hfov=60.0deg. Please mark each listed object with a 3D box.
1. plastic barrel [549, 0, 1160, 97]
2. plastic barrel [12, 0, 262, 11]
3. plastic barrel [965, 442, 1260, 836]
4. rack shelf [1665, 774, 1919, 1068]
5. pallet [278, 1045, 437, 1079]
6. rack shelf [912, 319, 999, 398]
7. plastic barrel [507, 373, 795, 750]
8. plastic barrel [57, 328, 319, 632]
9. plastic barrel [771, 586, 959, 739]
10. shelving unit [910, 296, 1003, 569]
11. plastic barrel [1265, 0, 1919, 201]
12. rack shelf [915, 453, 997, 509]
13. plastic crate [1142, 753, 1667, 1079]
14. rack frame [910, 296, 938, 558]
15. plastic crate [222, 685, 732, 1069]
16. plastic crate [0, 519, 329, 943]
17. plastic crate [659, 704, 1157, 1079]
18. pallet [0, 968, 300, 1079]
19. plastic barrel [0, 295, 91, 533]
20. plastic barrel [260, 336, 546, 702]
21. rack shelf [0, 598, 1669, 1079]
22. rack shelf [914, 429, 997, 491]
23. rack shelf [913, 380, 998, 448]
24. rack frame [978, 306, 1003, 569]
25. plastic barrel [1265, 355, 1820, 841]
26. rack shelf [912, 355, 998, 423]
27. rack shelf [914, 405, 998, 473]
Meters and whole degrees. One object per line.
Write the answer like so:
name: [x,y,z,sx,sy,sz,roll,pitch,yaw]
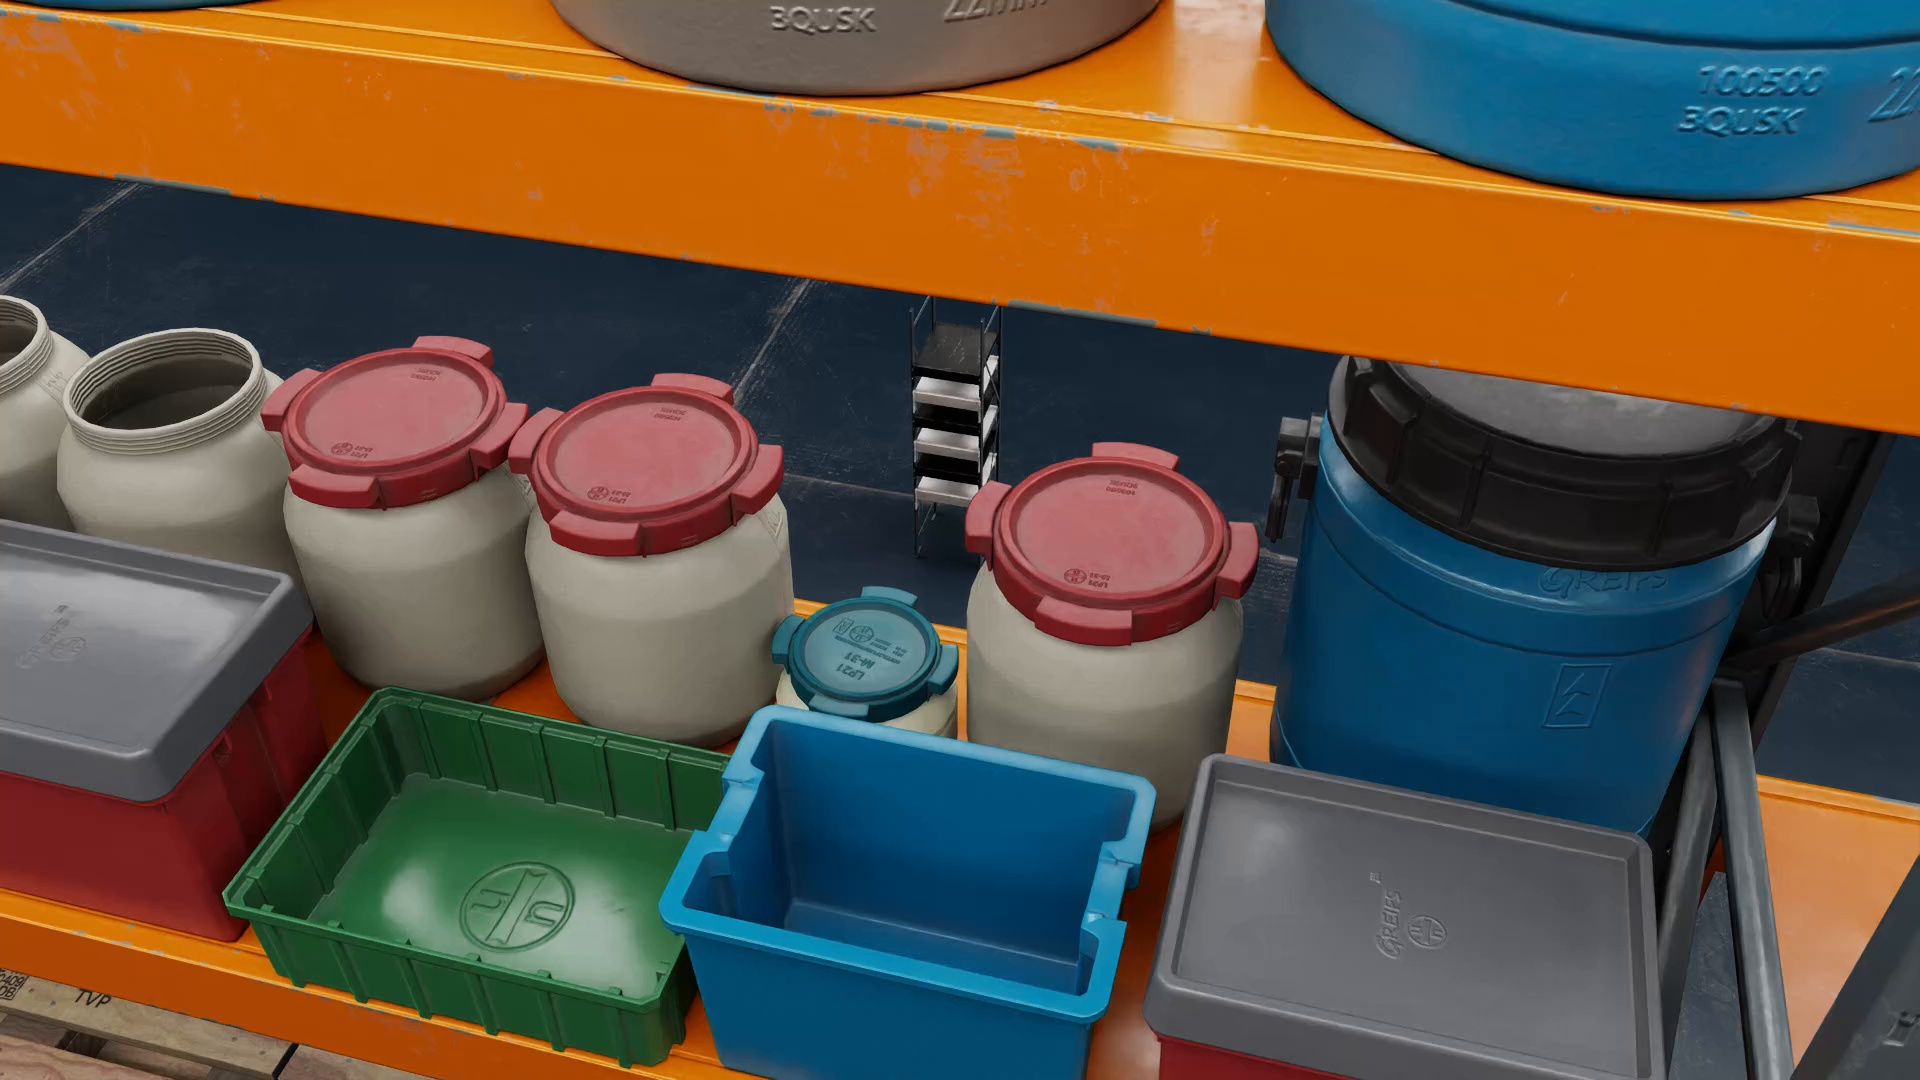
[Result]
plastic barrel: [-0.091,-0.871,1.232,0.600,0.901,0.600,0,40,0]
plastic barrel: [-0.722,-0.979,1.361,0.708,0.901,0.600,10,41,11]
plastic barrel: [0.221,0.181,2.596,0.433,0.535,0.433,0,40,0]
rack shelf: [3.021,1.136,2.124,4.000,0.370,1.077,10,41,11]
pallet: [-0.862,1.288,3.552,1.213,0.211,1.003,10,41,11]
rack shelf: [-0.008,-0.527,4.810,0.200,0.077,0.258,10,41,11]
plastic barrel: [-0.488,0.059,2.741,0.433,0.535,0.433,0,40,0]
plastic barrel: [-1.320,-0.071,2.915,0.421,0.512,0.421,0,40,0]
plastic barrel: [-0.150,0.266,2.708,0.301,0.262,0.301,0,40,0]
shelving unit: [-0.008,-0.346,4.962,0.210,0.900,0.258,10,41,11]
plastic barrel: [0.541,-0.762,1.103,0.708,0.901,0.600,10,41,11]
rack shelf: [-0.008,-0.183,5.099,0.200,0.077,0.258,10,41,11]
plastic crate: [0.542,0.614,2.137,0.583,0.464,0.402,10,41,11]
rack frame: [-0.106,-0.363,4.982,0.006,0.900,0.240,10,41,11]
plastic crate: [-0.667,0.496,2.492,0.662,0.188,0.450,10,41,11]
plastic crate: [-1.294,0.298,2.513,0.583,0.464,0.402,10,41,11]
plastic crate: [-0.058,0.545,2.282,0.575,0.384,0.392,10,41,11]
pallet: [-2.037,1.084,3.795,1.213,0.211,1.003,10,41,11]
plastic barrel: [-1.727,-0.141,2.999,0.421,0.512,0.421,0,40,0]
plastic barrel: [-0.906,-0.013,2.827,0.433,0.535,0.433,0,40,0]
rack shelf: [-0.844,0.472,2.916,4.000,0.370,1.077,10,41,11]
rack shelf: [-0.008,-0.252,5.042,0.200,0.077,0.258,10,41,11]
rack shelf: [-0.008,-0.389,4.926,0.200,0.077,0.258,10,41,11]
rack frame: [0.090,-0.329,4.942,0.006,0.900,0.240,10,41,11]
plastic barrel: [0.794,0.084,2.428,0.708,0.901,0.600,10,41,11]
rack shelf: [-0.008,-0.458,4.868,0.200,0.077,0.258,10,41,11]
rack shelf: [-0.008,-0.320,4.984,0.200,0.077,0.258,10,41,11]
